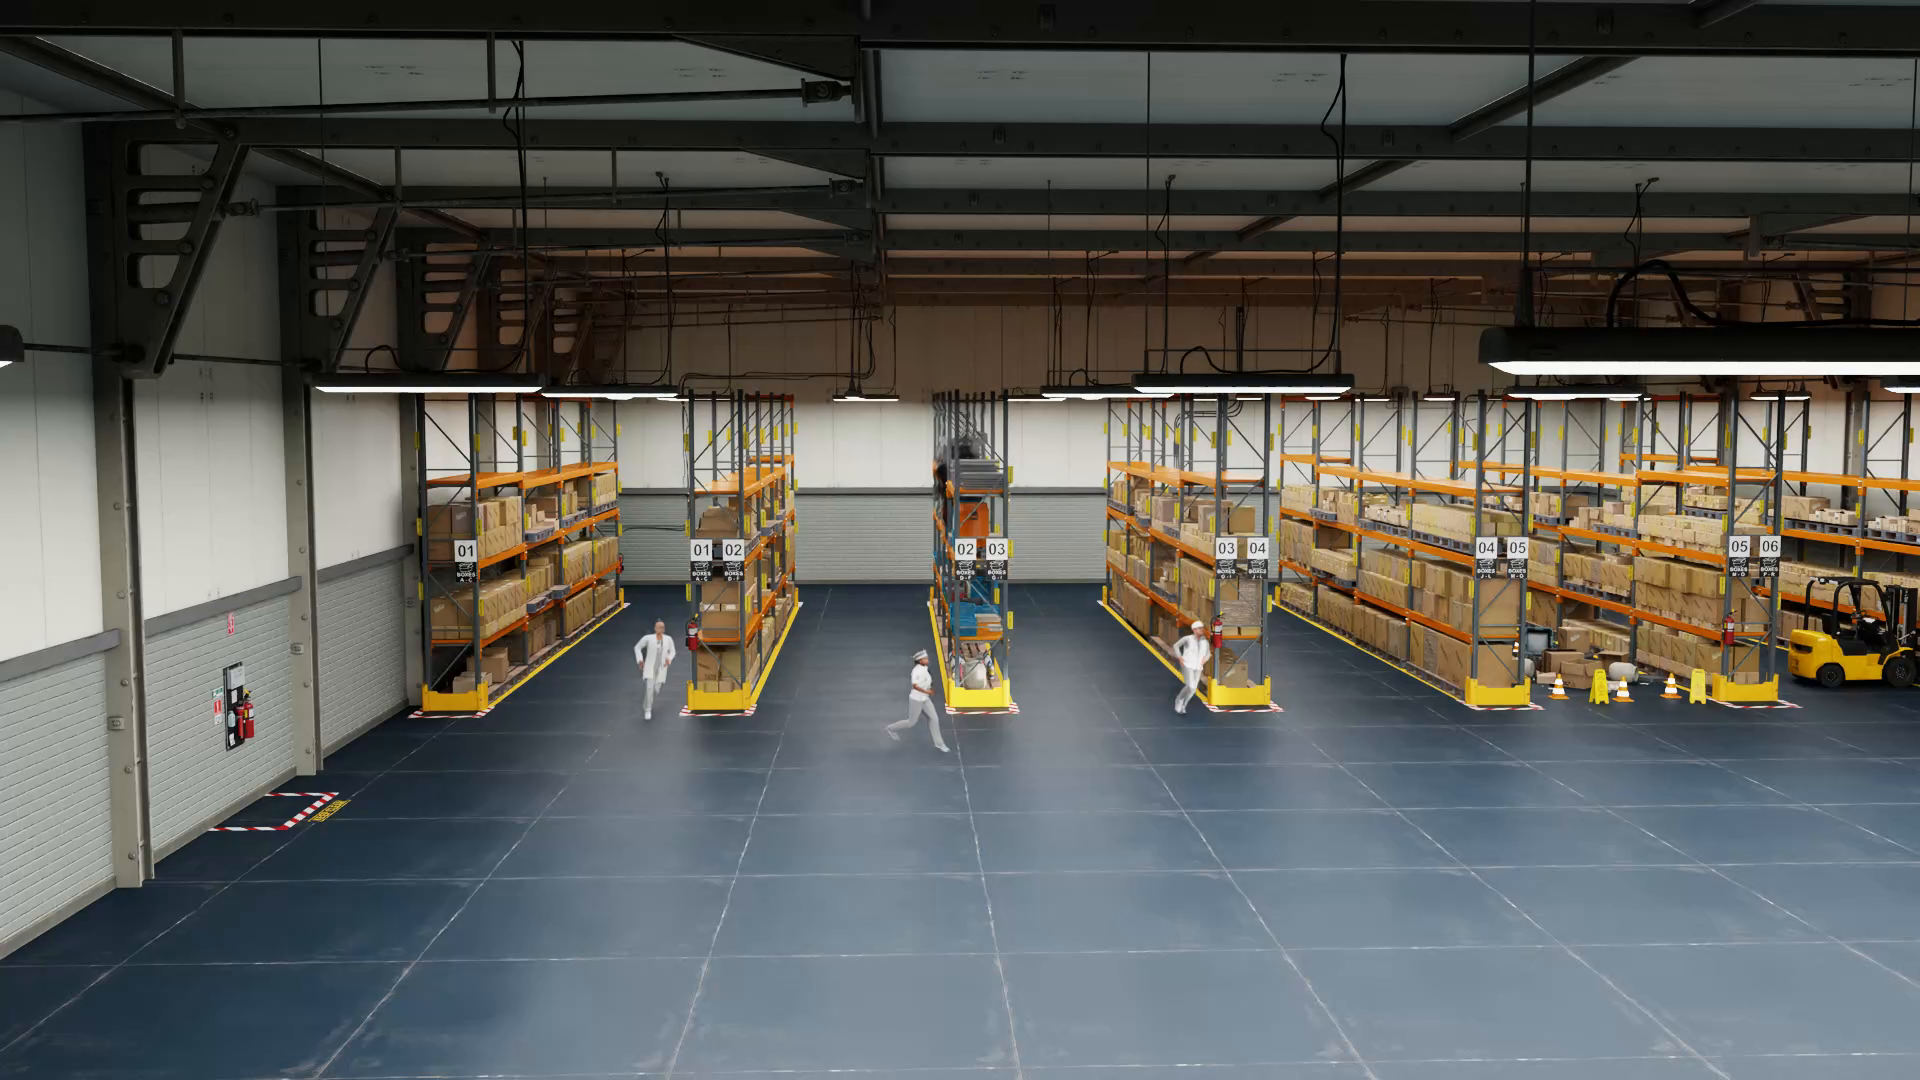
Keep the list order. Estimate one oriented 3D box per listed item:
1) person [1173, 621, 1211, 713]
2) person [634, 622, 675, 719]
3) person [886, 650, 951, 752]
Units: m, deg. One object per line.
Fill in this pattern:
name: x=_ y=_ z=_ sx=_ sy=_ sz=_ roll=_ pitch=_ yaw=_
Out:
person: x=4.313 y=2.348 z=30.753 sx=0.690 sy=1.710 sz=0.594 roll=-2 pitch=5 yaw=-24
person: x=-5.620 y=2.376 z=30.698 sx=0.755 sy=1.745 sz=0.842 roll=-2 pitch=5 yaw=-24
person: x=-0.694 y=2.656 z=27.479 sx=1.091 sy=1.703 sz=0.545 roll=2 pitch=5 yaw=21
